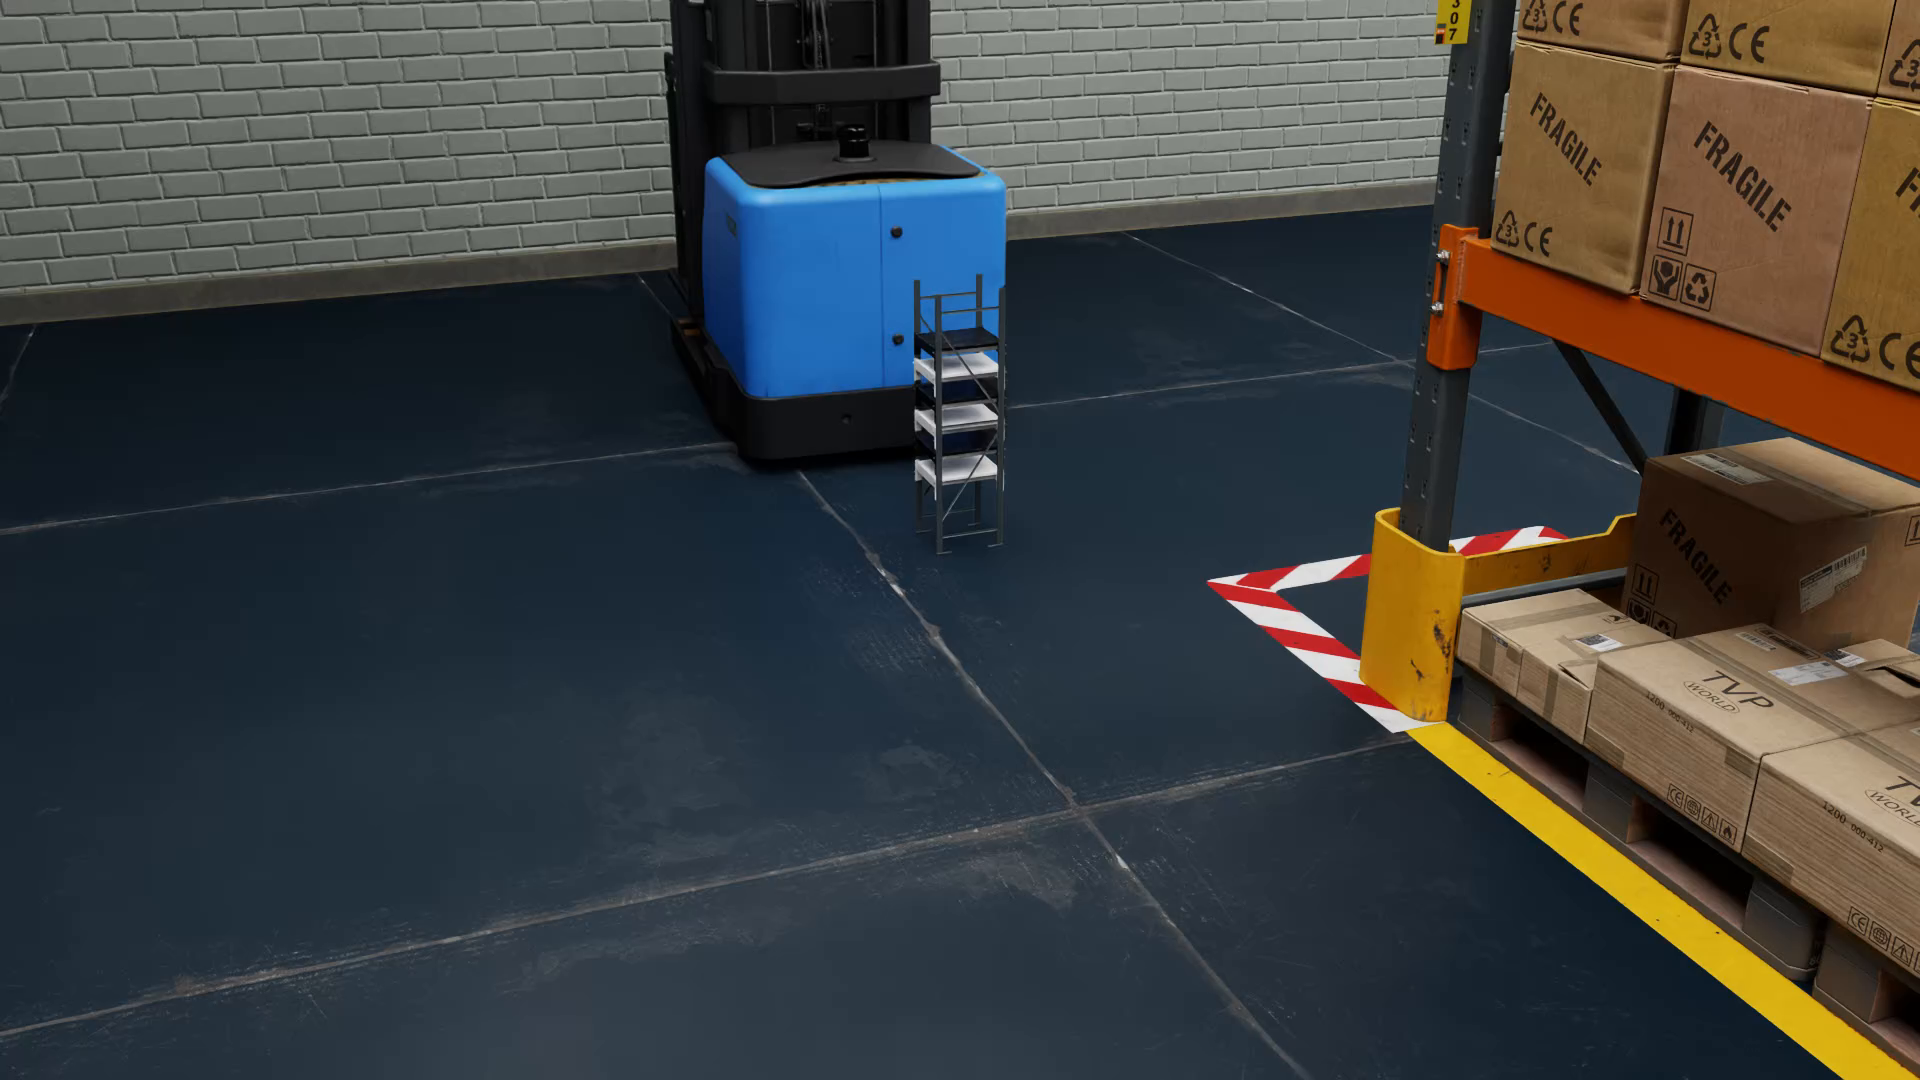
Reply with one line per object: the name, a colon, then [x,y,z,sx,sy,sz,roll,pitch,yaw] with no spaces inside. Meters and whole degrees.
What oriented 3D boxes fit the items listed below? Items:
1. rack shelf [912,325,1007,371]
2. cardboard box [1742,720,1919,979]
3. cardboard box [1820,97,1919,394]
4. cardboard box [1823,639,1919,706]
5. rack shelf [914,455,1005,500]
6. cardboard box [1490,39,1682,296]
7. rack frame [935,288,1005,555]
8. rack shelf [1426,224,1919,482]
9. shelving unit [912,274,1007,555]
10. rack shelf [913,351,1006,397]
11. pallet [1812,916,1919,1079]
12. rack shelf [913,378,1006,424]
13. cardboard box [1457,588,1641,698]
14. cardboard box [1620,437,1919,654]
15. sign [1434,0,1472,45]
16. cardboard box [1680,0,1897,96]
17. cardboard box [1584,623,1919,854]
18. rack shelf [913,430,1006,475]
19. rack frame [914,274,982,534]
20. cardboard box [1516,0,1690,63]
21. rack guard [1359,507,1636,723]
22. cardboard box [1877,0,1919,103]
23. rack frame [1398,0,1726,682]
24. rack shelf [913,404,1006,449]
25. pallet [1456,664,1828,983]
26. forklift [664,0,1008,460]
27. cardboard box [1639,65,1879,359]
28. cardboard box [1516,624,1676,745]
rack shelf: [-0.003,-0.636,5.490,0.258,0.077,0.200,-8,24,-19]
cardboard box: [1.995,0.620,3.390,0.500,0.250,0.500,-8,24,-19]
cardboard box: [1.987,-0.523,3.000,0.500,0.500,0.500,-8,24,-19]
cardboard box: [2.196,0.382,4.063,0.380,0.166,0.250,-8,24,-19]
rack shelf: [-0.003,-0.221,5.665,0.258,0.077,0.200,-8,24,-19]
cardboard box: [1.625,-0.893,3.877,0.500,0.500,0.500,-8,24,-18]
rack frame: [0.033,-0.381,5.495,0.240,0.900,0.006,-8,24,-19]
rack shelf: [2.421,0.014,2.780,1.077,0.370,4.000,-8,24,-19]
shelving unit: [-0.003,-0.418,5.582,0.258,0.900,0.210,-8,24,-19]
rack shelf: [-0.003,-0.553,5.525,0.258,0.077,0.200,-8,24,-19]
pallet: [2.452,1.001,3.104,1.003,0.211,1.213,-8,24,-19]
rack shelf: [-0.003,-0.470,5.560,0.258,0.077,0.200,-8,24,-19]
cardboard box: [1.541,0.266,4.360,0.380,0.149,0.250,-8,24,-19]
cardboard box: [2.137,0.069,4.376,0.500,0.500,0.500,-8,24,-19]
sign: [1.207,-1.368,4.020,0.100,0.325,0.005,-8,24,-19]
cardboard box: [1.817,-1.164,3.235,0.500,0.500,0.500,-8,24,-18]
cardboard box: [1.818,0.439,3.821,0.500,0.250,0.500,-8,24,-19]
rack shelf: [-0.003,-0.304,5.630,0.258,0.077,0.200,-8,24,-19]
rack frame: [-0.039,-0.455,5.670,0.240,0.900,0.006,-8,24,-19]
cardboard box: [1.625,-1.353,3.683,0.500,0.500,0.500,-8,24,-17]
rack guard: [1.742,0.136,4.785,1.175,0.500,0.348,-8,24,-19]
cardboard box: [1.989,-0.982,2.802,0.500,0.500,0.500,-8,24,-18]
rack frame: [1.715,-1.044,4.365,1.000,3.000,0.127,-8,24,-19]
rack shelf: [-0.003,-0.387,5.595,0.258,0.077,0.200,-8,24,-19]
pallet: [2.024,0.558,4.154,1.003,0.211,1.213,-8,24,-19]
forklift: [-0.733,-2.199,7.194,1.130,2.935,3.031,-7,24,-16]
cardboard box: [1.812,-0.706,3.434,0.500,0.500,0.500,-9,24,-20]
cardboard box: [1.630,0.349,4.141,0.380,0.166,0.250,-8,24,-19]
